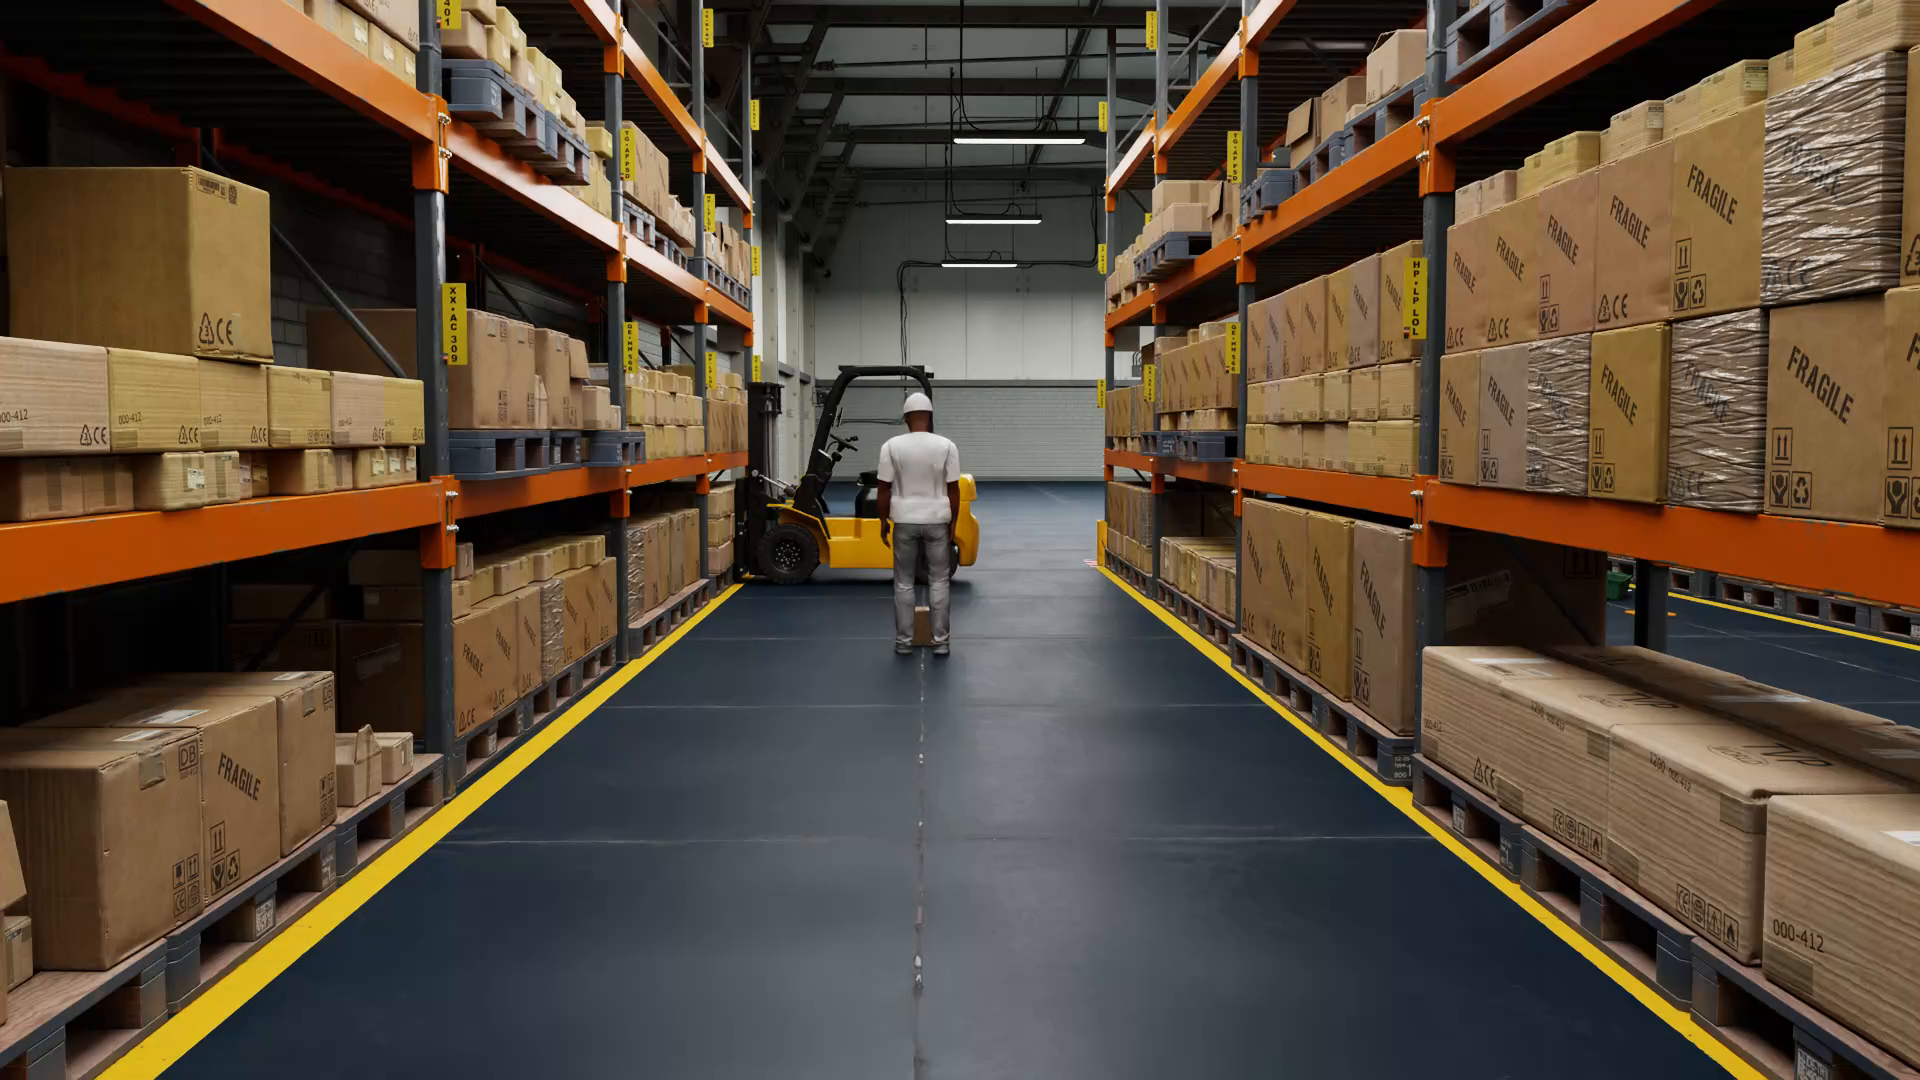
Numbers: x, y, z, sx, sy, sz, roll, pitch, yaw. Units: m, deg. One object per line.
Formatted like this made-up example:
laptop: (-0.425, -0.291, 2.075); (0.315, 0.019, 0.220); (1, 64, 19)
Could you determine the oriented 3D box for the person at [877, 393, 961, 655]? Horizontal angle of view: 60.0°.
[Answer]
person: (-0.279, -0.107, 11.287); (0.566, 1.769, 0.364); (0, 4, 0)
